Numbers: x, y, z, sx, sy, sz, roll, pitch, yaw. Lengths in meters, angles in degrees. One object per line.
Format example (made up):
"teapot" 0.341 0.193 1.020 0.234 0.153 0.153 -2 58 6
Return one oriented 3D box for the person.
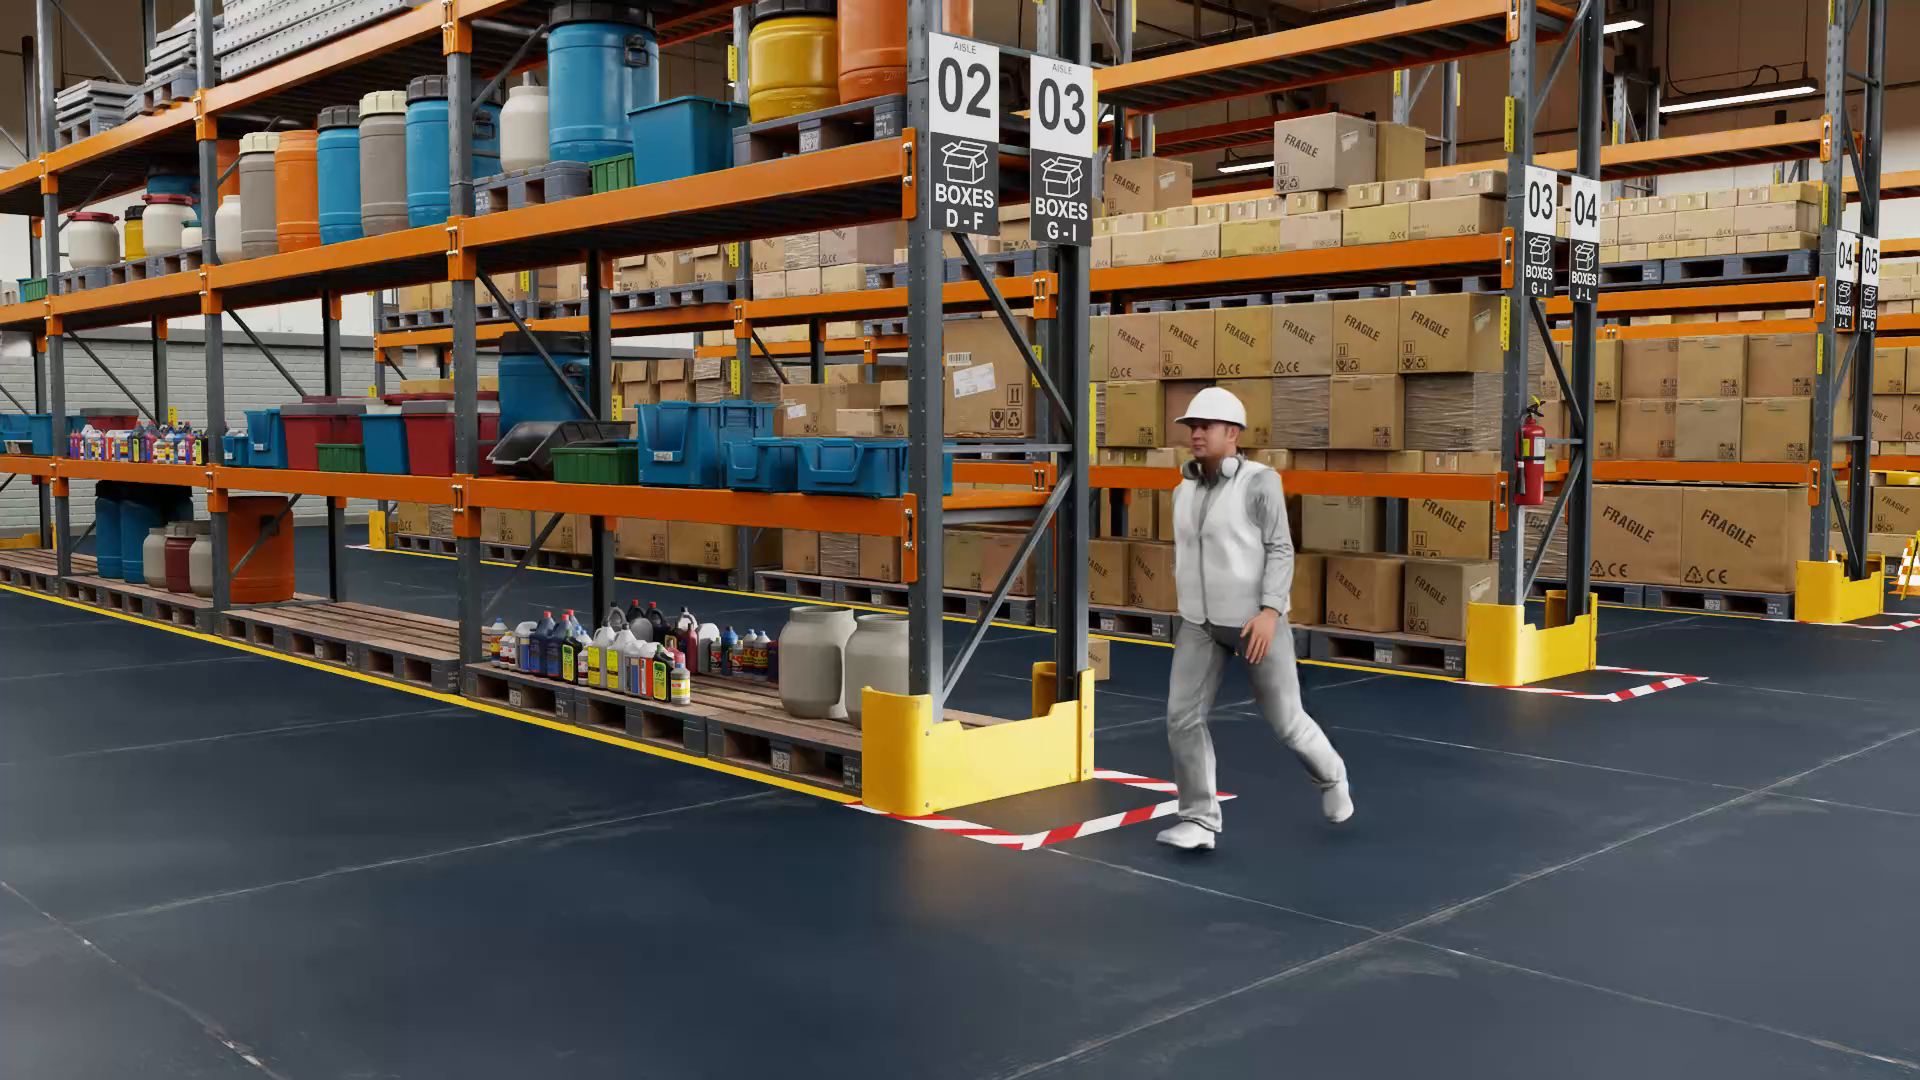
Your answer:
"person" 1.094 0.292 6.384 0.609 1.748 0.916 4 5 44
